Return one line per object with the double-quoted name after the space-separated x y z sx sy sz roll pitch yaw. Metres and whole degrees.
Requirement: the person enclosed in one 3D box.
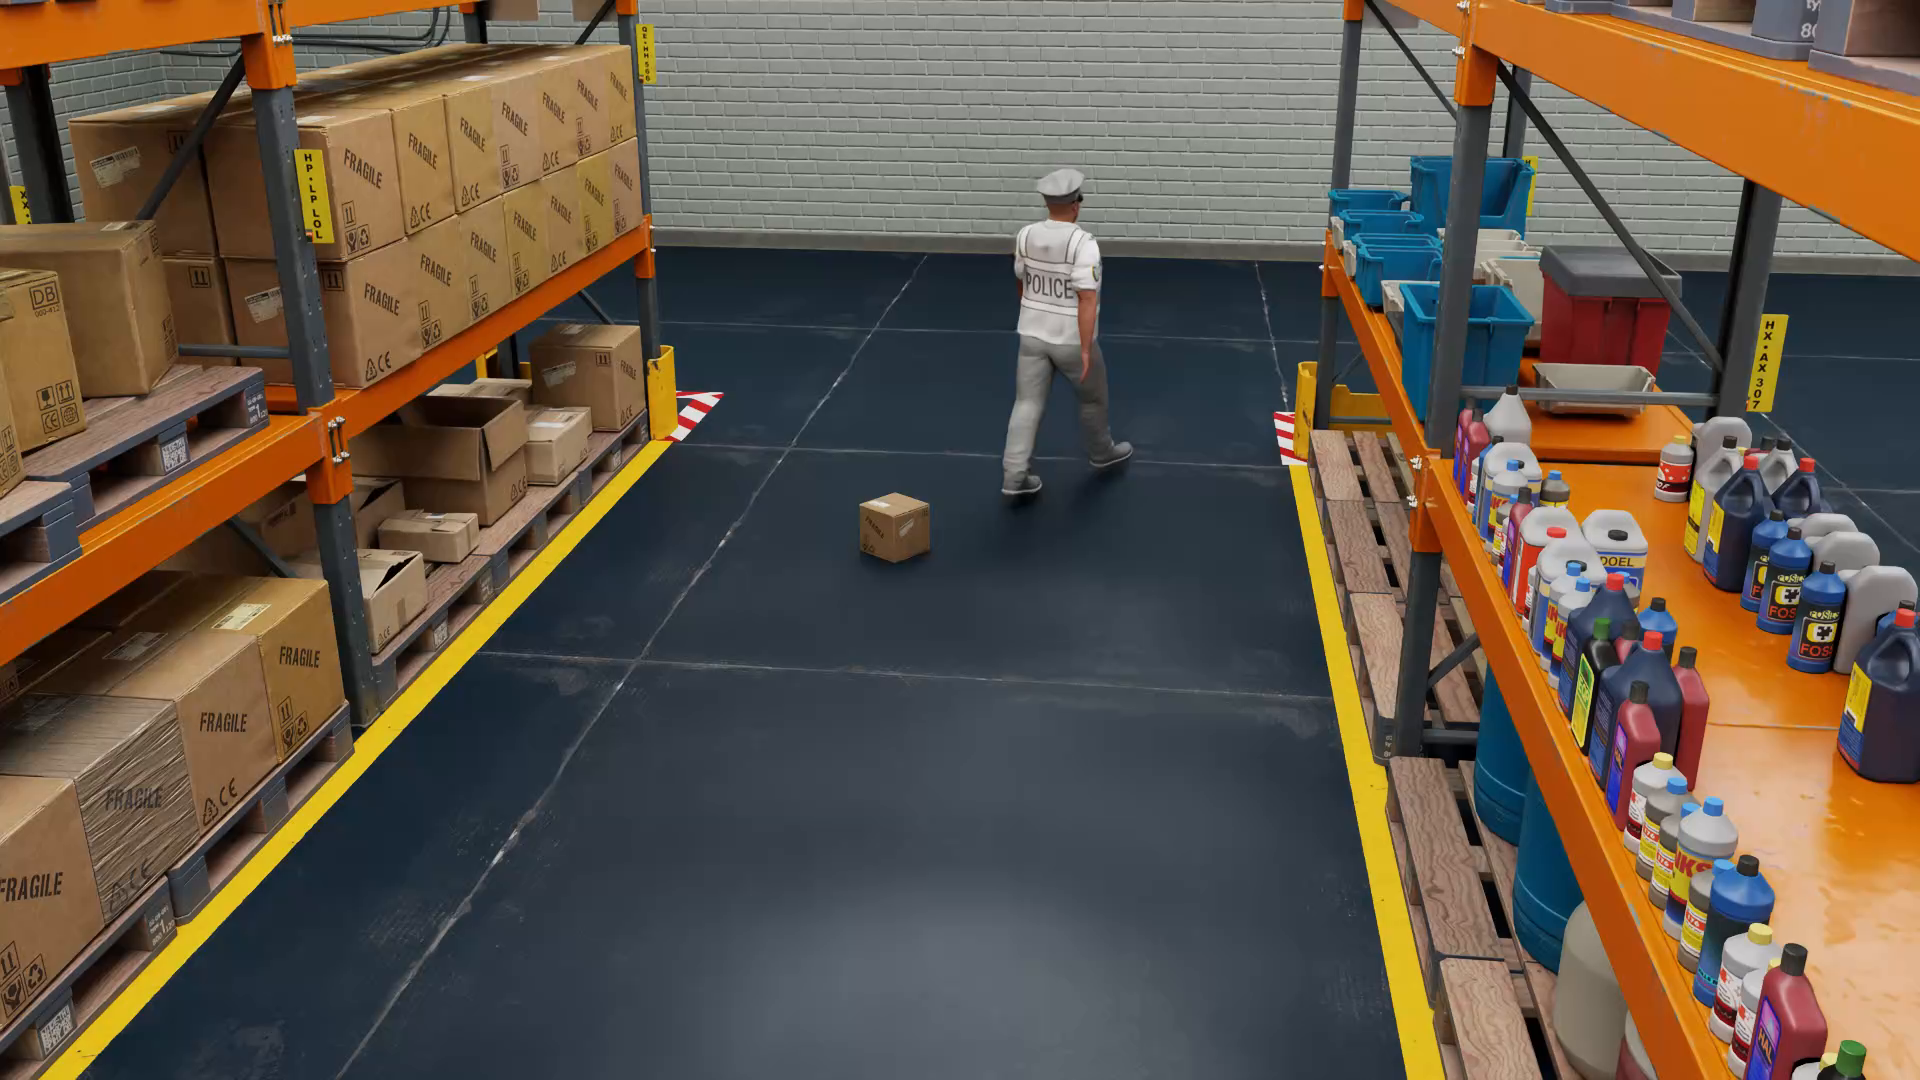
0.570 -1.153 9.003 0.556 1.711 1.038 11 24 27 "person"
